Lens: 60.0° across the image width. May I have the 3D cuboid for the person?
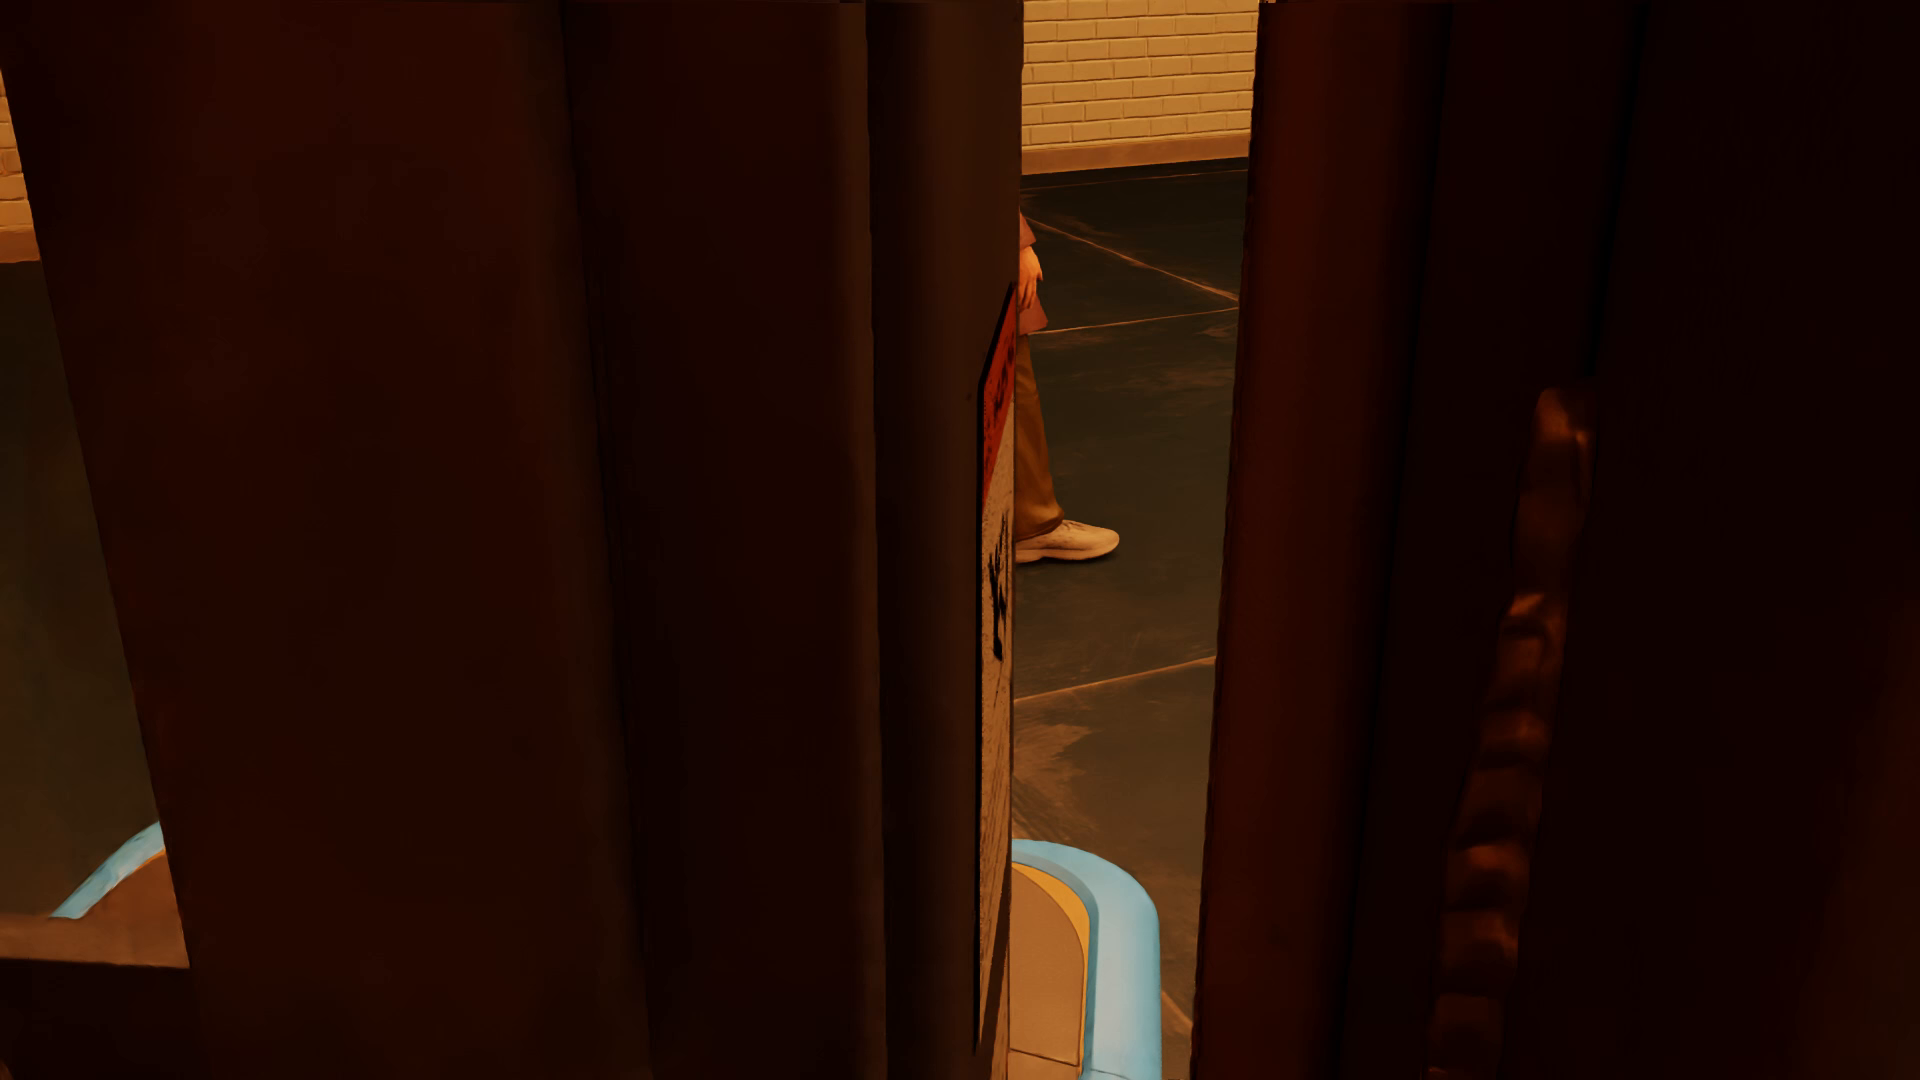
[{"bbox_3d":[0.084,-0.841,4.794,0.582,1.776,0.696,-10,25,-23],"label":"person"}]
